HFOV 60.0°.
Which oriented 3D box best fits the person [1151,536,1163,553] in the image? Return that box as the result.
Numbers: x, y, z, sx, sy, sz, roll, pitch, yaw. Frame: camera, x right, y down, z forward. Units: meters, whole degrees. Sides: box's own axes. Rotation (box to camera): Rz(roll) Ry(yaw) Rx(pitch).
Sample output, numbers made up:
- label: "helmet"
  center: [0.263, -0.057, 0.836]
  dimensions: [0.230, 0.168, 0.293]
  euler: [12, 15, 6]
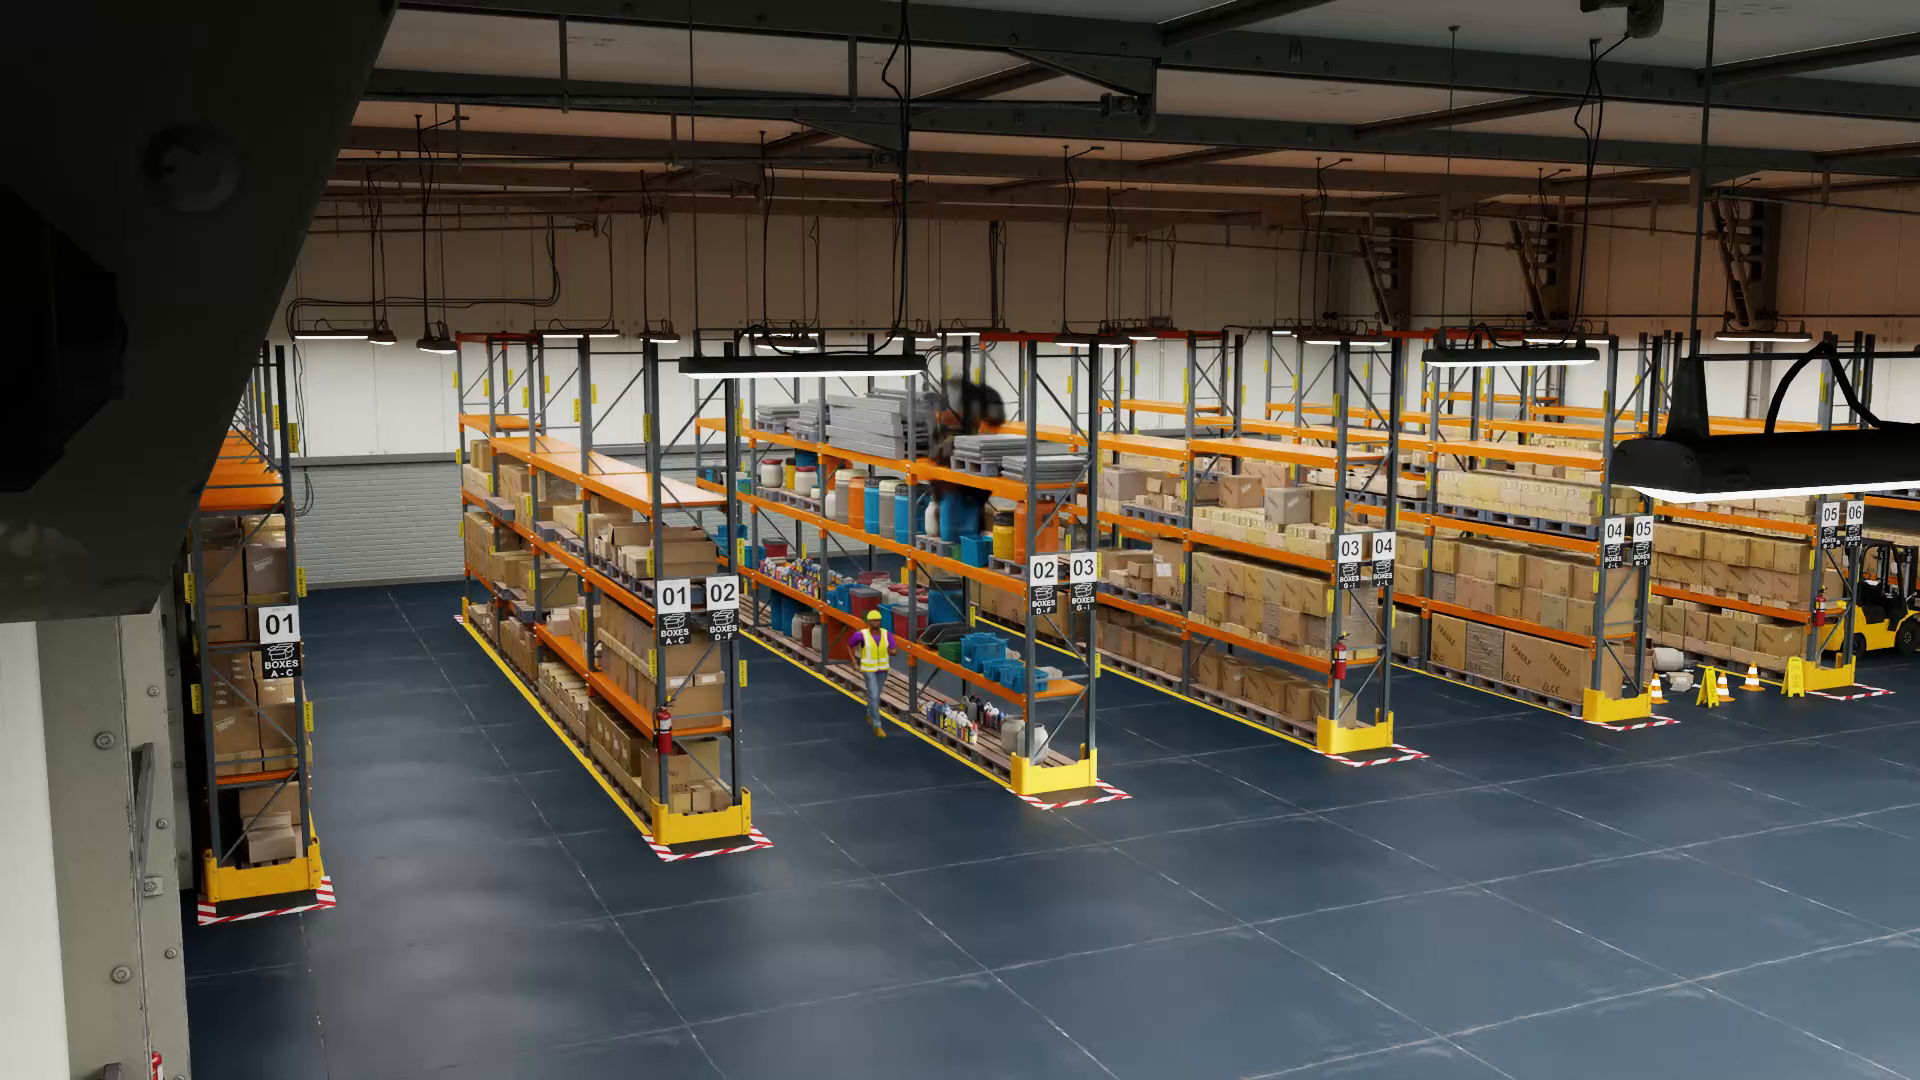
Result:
- label: "person"
  center: [4.319, 0.723, 35.523]
  dimensions: [0.543, 1.634, 0.621]
  euler: [-3, 8, -21]

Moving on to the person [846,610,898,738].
- label: "person"
  center: [-1.218, 1.907, 24.040]
  dimensions: [0.694, 1.797, 0.899]
  euler: [-4, 9, -27]

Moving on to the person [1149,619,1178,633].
- label: "person"
  center: [4.034, 1.075, 32.665]
  dimensions: [0.570, 1.723, 0.871]
  euler: [-4, 9, -29]
